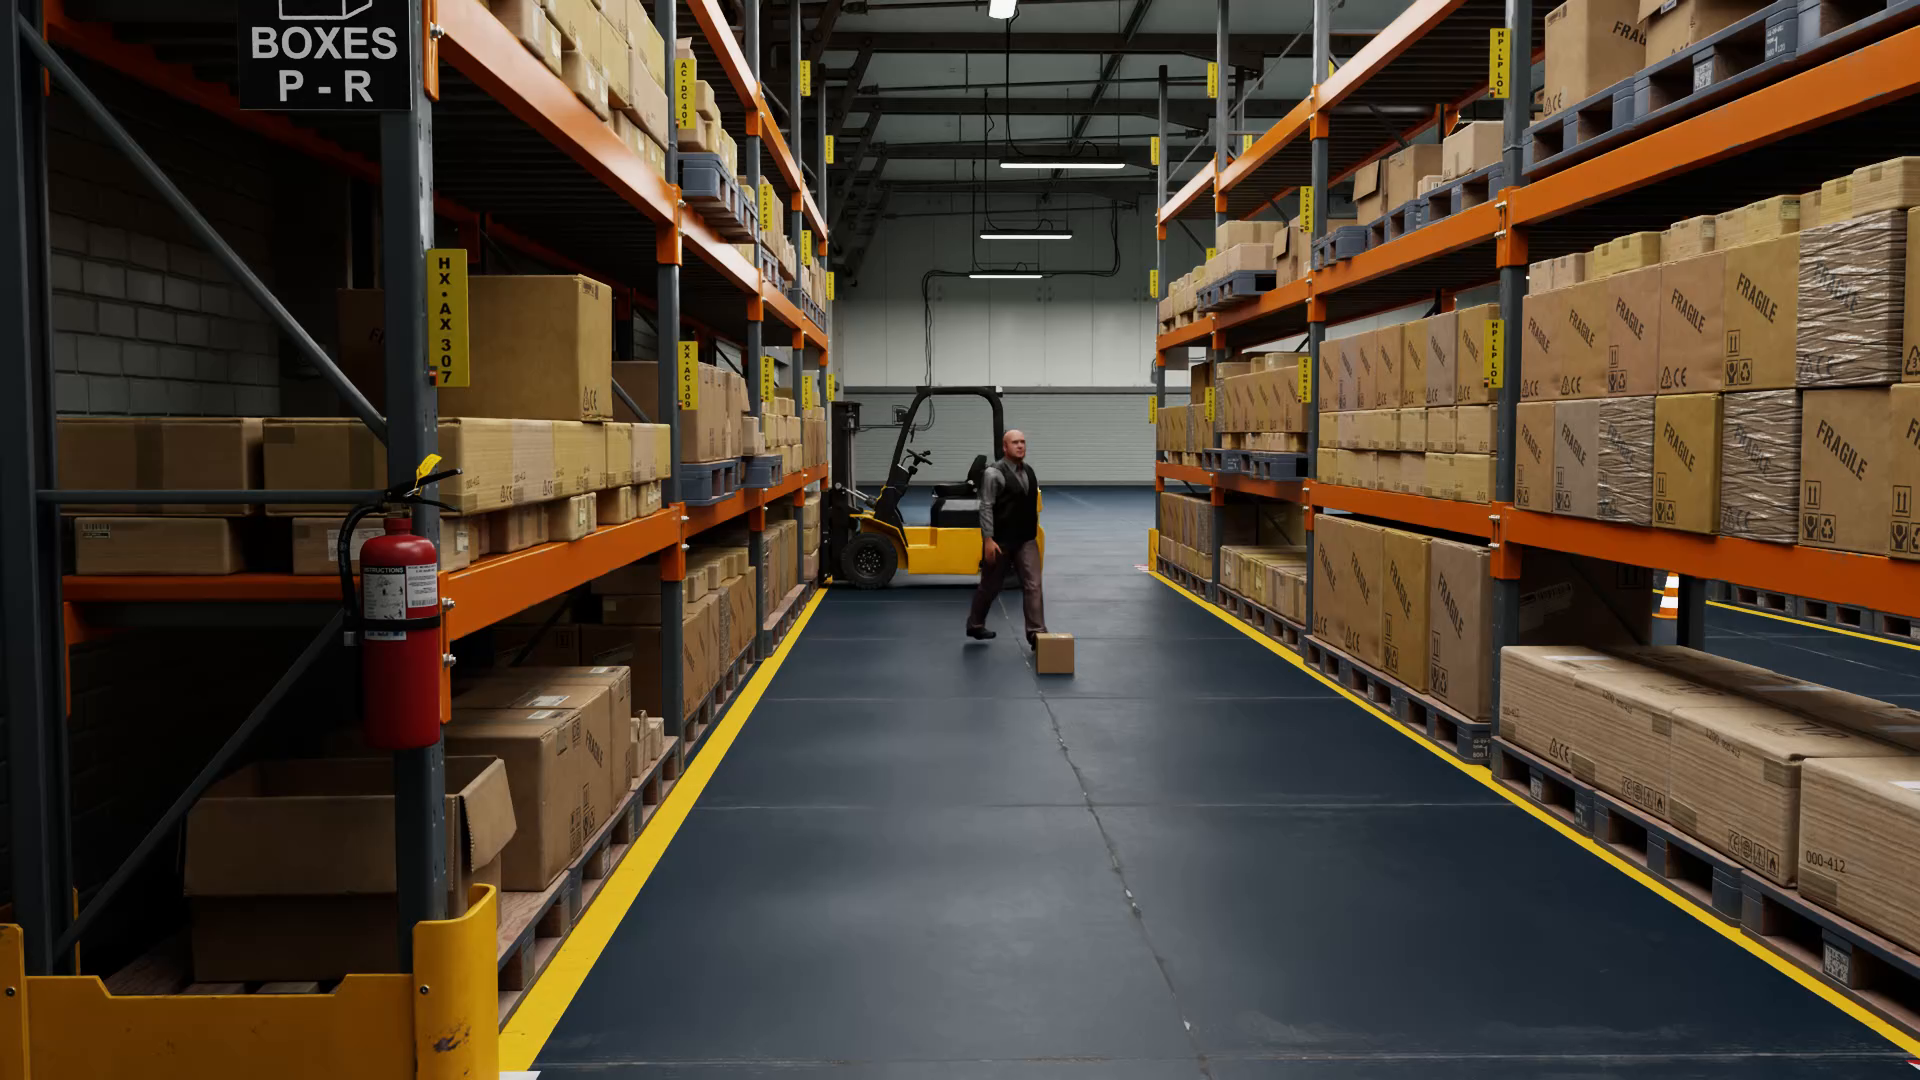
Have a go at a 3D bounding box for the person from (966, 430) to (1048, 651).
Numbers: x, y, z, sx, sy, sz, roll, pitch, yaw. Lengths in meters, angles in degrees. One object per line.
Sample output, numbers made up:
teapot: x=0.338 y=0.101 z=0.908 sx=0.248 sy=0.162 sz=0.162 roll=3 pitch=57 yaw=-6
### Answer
person: x=0.368 y=-0.001 z=12.688 sx=0.553 sy=1.676 sz=1.033 roll=-2 pitch=4 yaw=-32
